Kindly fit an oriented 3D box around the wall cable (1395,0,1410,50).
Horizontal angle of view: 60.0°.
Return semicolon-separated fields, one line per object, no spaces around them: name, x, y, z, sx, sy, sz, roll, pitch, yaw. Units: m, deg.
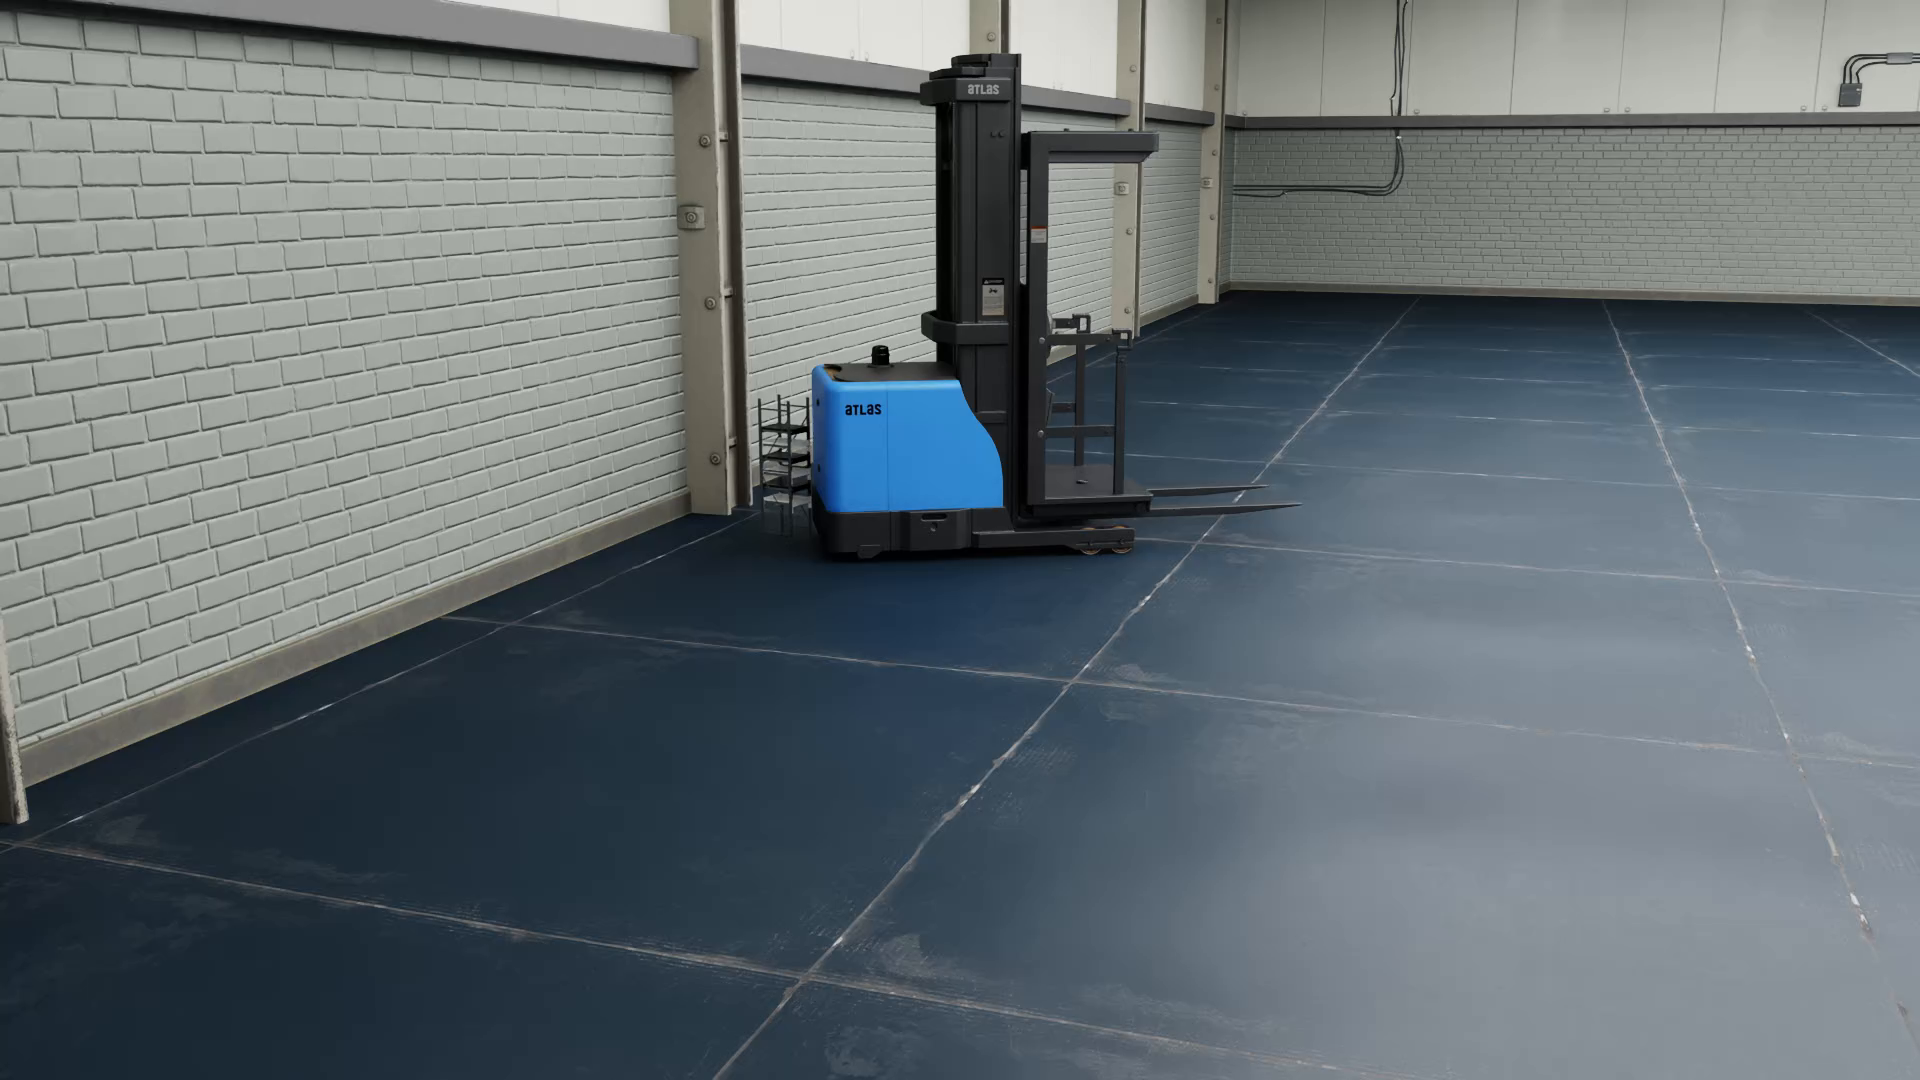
wall cable;8.940;-9.675;28.281;3.097;2.526;0.112;4;14;18

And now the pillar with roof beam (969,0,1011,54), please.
pillar with roof beam;4.366;-5.559;14.623;9.100;9.000;0.400;4;14;18

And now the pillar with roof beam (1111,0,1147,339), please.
pillar with roof beam;6.308;-6.823;20.158;9.100;9.000;0.400;4;14;18

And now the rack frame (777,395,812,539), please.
rack frame;-1.042;-0.462;10.490;0.240;0.900;0.006;7;15;29

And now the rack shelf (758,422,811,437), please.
rack shelf;-1.093;-0.673;10.351;0.258;0.077;0.200;7;15;29

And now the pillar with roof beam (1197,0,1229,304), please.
pillar with roof beam;8.249;-8.086;25.693;9.100;9.000;0.400;4;14;18

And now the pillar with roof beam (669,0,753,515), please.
pillar with roof beam;2.425;-4.296;9.088;9.100;9.000;0.400;4;14;18

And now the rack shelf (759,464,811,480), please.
rack shelf;-1.093;-0.410;10.411;0.258;0.077;0.200;7;15;29

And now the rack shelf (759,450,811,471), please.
rack shelf;-1.093;-0.498;10.391;0.258;0.077;0.200;7;15;29

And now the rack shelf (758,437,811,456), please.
rack shelf;-1.093;-0.585;10.371;0.258;0.077;0.200;7;15;29

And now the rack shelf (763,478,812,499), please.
rack shelf;-1.093;-0.322;10.431;0.258;0.077;0.200;7;15;29

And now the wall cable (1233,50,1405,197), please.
wall cable;6.380;-7.407;29.697;3.097;2.526;0.112;4;14;18

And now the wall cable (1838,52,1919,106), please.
wall cable;15.358;-9.892;25.963;2.305;6.003;0.169;4;14;18

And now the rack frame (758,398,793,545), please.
rack frame;-1.145;-0.423;10.318;0.240;0.900;0.006;7;15;29

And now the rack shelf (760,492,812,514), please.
rack shelf;-1.093;-0.234;10.451;0.258;0.077;0.200;7;15;29

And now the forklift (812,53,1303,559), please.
forklift;0.614;-1.453;10.267;3.031;2.935;1.130;-2;13;-10

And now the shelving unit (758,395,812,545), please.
shelving unit;-1.093;-0.442;10.404;0.258;0.900;0.210;7;15;29
